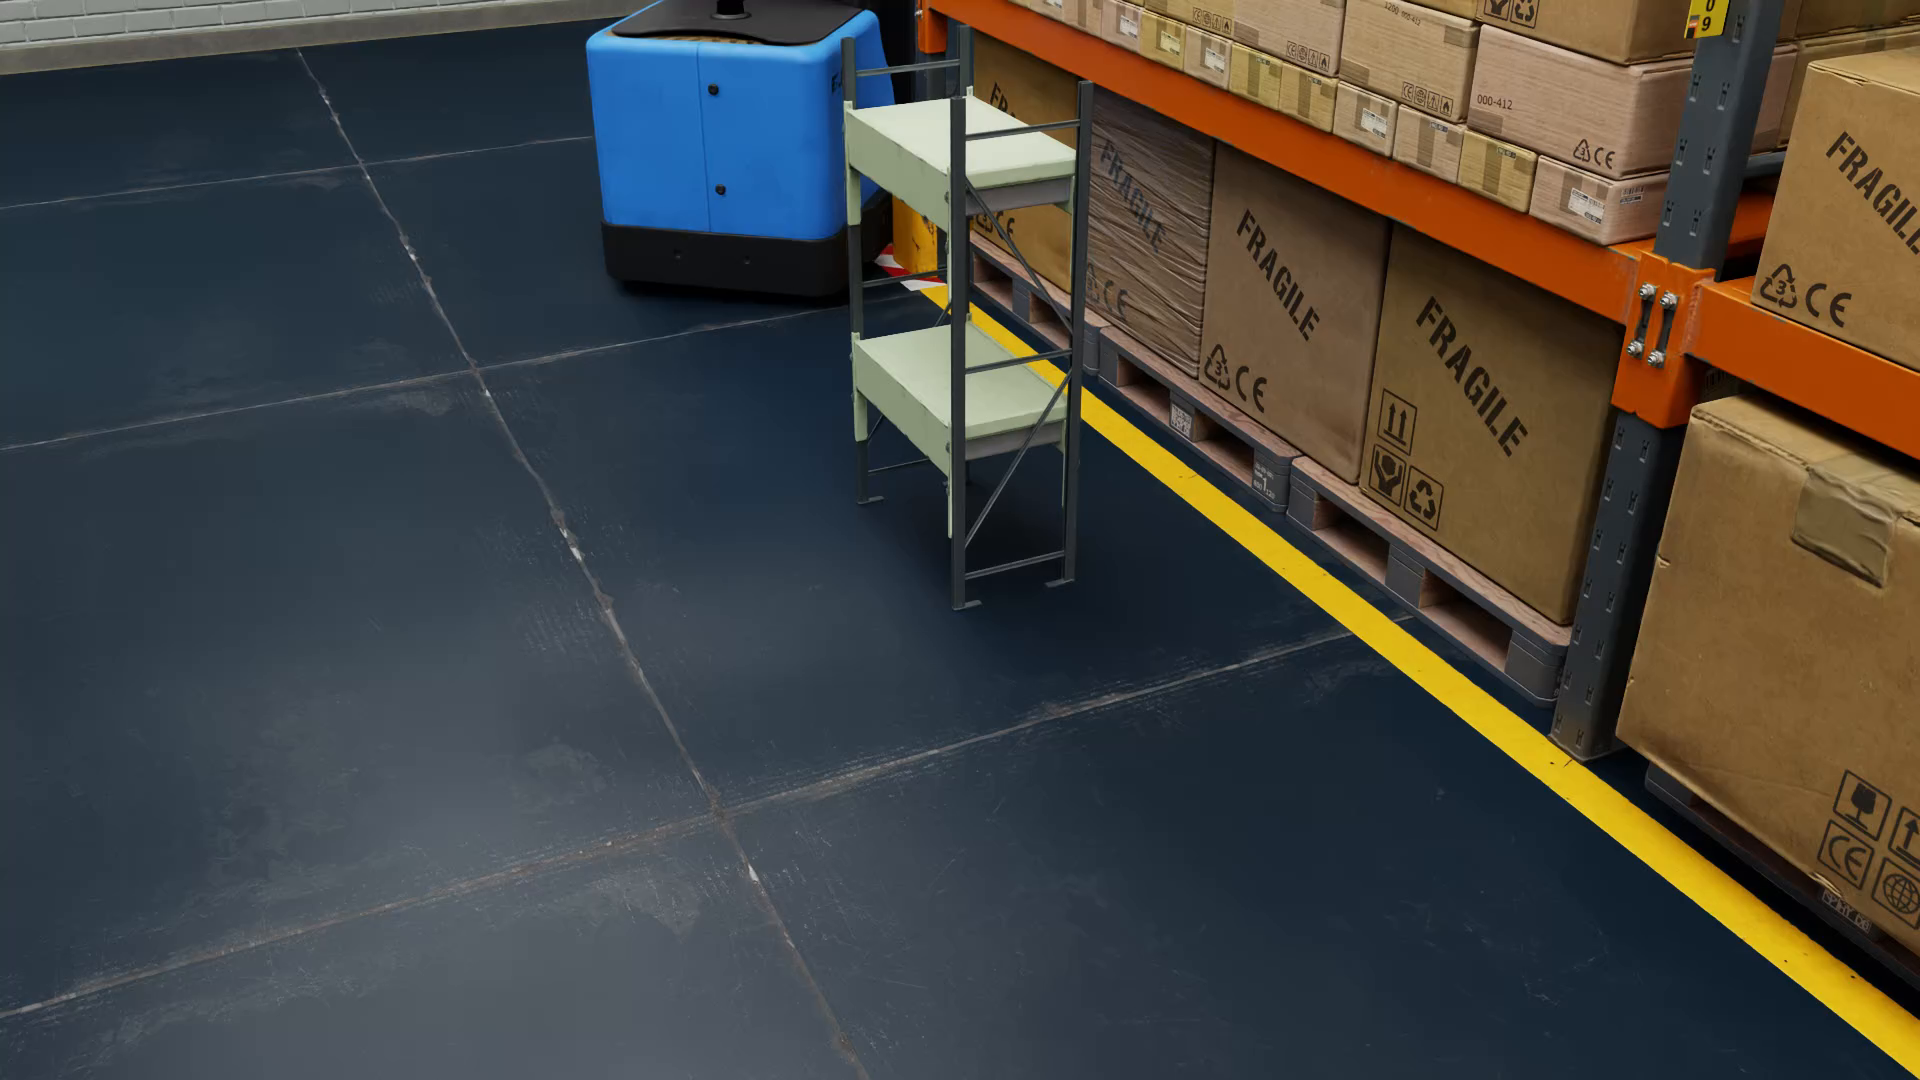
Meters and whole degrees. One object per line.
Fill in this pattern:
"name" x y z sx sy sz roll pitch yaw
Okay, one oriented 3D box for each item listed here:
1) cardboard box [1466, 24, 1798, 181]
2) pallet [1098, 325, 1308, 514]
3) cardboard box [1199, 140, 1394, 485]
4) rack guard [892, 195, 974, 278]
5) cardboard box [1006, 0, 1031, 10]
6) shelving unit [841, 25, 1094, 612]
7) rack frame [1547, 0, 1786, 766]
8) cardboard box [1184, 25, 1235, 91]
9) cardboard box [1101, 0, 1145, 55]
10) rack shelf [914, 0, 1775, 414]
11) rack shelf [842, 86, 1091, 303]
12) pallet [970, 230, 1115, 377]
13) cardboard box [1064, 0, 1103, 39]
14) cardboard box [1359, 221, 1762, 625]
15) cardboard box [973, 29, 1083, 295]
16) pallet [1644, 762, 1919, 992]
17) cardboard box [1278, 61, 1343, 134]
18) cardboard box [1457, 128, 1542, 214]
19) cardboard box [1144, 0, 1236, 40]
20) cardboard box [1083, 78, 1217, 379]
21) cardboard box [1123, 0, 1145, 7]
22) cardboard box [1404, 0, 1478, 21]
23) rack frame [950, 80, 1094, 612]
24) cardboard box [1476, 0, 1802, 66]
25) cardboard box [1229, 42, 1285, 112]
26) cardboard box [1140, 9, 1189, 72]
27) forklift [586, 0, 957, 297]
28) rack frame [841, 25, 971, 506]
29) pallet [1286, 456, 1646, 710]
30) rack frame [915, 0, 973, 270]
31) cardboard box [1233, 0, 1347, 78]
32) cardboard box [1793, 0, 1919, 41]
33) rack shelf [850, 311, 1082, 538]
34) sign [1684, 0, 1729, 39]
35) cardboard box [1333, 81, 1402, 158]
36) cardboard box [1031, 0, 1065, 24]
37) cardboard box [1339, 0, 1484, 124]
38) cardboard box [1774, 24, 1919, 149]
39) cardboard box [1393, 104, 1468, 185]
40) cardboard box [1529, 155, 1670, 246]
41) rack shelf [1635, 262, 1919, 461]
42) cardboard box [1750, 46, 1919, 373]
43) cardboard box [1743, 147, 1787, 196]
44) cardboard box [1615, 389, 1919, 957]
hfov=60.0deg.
"cardboard box" 1.578 -1.071 3.942 0.500 0.250 0.500 -14 32 -23
"pallet" 1.222 -0.542 6.001 1.003 0.211 1.213 -13 32 -22
"cardboard box" 1.408 -0.829 5.404 0.875 0.875 0.875 -13 32 -22
"rack guard" 0.278 -1.554 7.510 1.175 0.500 0.348 -13 32 -22
"cardboard box" 0.364 -2.072 6.135 0.380 0.149 0.250 -14 32 -23
"shelving unit" 0.003 -0.651 4.878 0.431 1.500 0.755 -13 32 -22
"rack frame" 2.005 -0.867 3.729 1.000 3.000 0.127 -13 32 -22
"cardboard box" 0.918 -1.503 5.121 0.380 0.149 0.250 -13 32 -21
"cardboard box" 0.696 -1.730 5.526 0.380 0.149 0.250 -13 32 -23
"rack shelf" 1.146 -1.436 5.480 1.077 0.370 4.000 -13 32 -22
"rack shelf" 0.003 -0.992 4.687 0.431 0.370 0.720 -13 32 -22
"pallet" 0.702 -1.080 6.961 1.003 0.211 1.213 -13 32 -22
"cardboard box" 0.585 -1.844 5.729 0.380 0.149 0.250 -14 32 -23
"cardboard box" 1.794 -0.431 4.695 0.875 0.875 0.875 -13 32 -22
"cardboard box" 0.635 -1.624 6.822 0.875 0.875 0.875 -13 32 -22
"pallet" 2.404 0.675 3.831 1.003 0.211 1.213 -13 32 -22
"cardboard box" 1.136 -1.277 4.718 0.380 0.149 0.250 -12 32 -21
"cardboard box" 1.467 -0.937 4.111 0.380 0.149 0.250 -12 32 -21
"cardboard box" 0.920 -1.749 5.151 0.500 0.250 0.500 -14 32 -23
"cardboard box" 1.026 -1.222 6.106 0.875 0.875 0.875 -13 32 -22
"cardboard box" 0.692 -1.978 5.560 0.500 0.250 0.500 -14 32 -24
"cardboard box" 1.355 -1.627 4.167 0.500 0.500 0.500 -13 32 -21
"rack frame" 0.160 -0.490 4.590 0.400 1.500 0.023 -13 32 -22
"cardboard box" 1.566 -1.405 3.771 0.500 0.500 0.500 -12 31 -21
"cardboard box" 1.026 -1.391 4.920 0.380 0.149 0.250 -14 32 -23
"cardboard box" 0.804 -1.619 5.327 0.380 0.149 0.250 -14 32 -23
"forklift" -0.678 -2.995 7.594 1.130 2.935 3.031 7 30 12
"rack frame" -0.154 -0.813 5.166 0.400 1.500 0.023 -13 32 -22
"pallet" 1.749 -0.003 5.039 1.003 0.211 1.213 -13 32 -22
"rack frame" 0.288 -2.634 6.880 1.000 3.000 0.127 -13 32 -22
"cardboard box" 1.135 -1.524 4.751 0.500 0.250 0.500 -12 32 -21
"cardboard box" 2.030 -1.523 3.982 0.500 0.500 0.500 -13 32 -22
"rack shelf" 0.003 -0.367 5.037 0.431 0.370 0.720 -13 32 -22
"sign" 1.504 -1.162 3.289 0.100 0.325 0.005 -13 32 -22
"cardboard box" 1.247 -1.164 4.515 0.380 0.149 0.250 -12 32 -21
"cardboard box" 0.477 -1.957 5.930 0.380 0.149 0.250 -14 32 -23
"cardboard box" 1.354 -1.299 4.349 0.500 0.250 0.500 -12 31 -20
"cardboard box" 2.040 -1.193 4.161 0.500 0.250 0.500 -14 32 -23
"cardboard box" 1.358 -1.050 4.313 0.380 0.149 0.250 -14 32 -23
"cardboard box" 1.578 -0.823 3.908 0.380 0.149 0.250 -13 32 -22
"rack shelf" 2.864 0.331 2.329 1.077 0.370 4.000 -13 32 -22
"cardboard box" 1.977 -0.655 3.248 0.500 0.500 0.500 -13 32 -22
"cardboard box" 2.178 -0.958 4.148 0.380 0.149 0.250 -13 32 -22
"cardboard box" 2.298 0.155 3.649 1.225 0.875 0.875 -13 32 -22
